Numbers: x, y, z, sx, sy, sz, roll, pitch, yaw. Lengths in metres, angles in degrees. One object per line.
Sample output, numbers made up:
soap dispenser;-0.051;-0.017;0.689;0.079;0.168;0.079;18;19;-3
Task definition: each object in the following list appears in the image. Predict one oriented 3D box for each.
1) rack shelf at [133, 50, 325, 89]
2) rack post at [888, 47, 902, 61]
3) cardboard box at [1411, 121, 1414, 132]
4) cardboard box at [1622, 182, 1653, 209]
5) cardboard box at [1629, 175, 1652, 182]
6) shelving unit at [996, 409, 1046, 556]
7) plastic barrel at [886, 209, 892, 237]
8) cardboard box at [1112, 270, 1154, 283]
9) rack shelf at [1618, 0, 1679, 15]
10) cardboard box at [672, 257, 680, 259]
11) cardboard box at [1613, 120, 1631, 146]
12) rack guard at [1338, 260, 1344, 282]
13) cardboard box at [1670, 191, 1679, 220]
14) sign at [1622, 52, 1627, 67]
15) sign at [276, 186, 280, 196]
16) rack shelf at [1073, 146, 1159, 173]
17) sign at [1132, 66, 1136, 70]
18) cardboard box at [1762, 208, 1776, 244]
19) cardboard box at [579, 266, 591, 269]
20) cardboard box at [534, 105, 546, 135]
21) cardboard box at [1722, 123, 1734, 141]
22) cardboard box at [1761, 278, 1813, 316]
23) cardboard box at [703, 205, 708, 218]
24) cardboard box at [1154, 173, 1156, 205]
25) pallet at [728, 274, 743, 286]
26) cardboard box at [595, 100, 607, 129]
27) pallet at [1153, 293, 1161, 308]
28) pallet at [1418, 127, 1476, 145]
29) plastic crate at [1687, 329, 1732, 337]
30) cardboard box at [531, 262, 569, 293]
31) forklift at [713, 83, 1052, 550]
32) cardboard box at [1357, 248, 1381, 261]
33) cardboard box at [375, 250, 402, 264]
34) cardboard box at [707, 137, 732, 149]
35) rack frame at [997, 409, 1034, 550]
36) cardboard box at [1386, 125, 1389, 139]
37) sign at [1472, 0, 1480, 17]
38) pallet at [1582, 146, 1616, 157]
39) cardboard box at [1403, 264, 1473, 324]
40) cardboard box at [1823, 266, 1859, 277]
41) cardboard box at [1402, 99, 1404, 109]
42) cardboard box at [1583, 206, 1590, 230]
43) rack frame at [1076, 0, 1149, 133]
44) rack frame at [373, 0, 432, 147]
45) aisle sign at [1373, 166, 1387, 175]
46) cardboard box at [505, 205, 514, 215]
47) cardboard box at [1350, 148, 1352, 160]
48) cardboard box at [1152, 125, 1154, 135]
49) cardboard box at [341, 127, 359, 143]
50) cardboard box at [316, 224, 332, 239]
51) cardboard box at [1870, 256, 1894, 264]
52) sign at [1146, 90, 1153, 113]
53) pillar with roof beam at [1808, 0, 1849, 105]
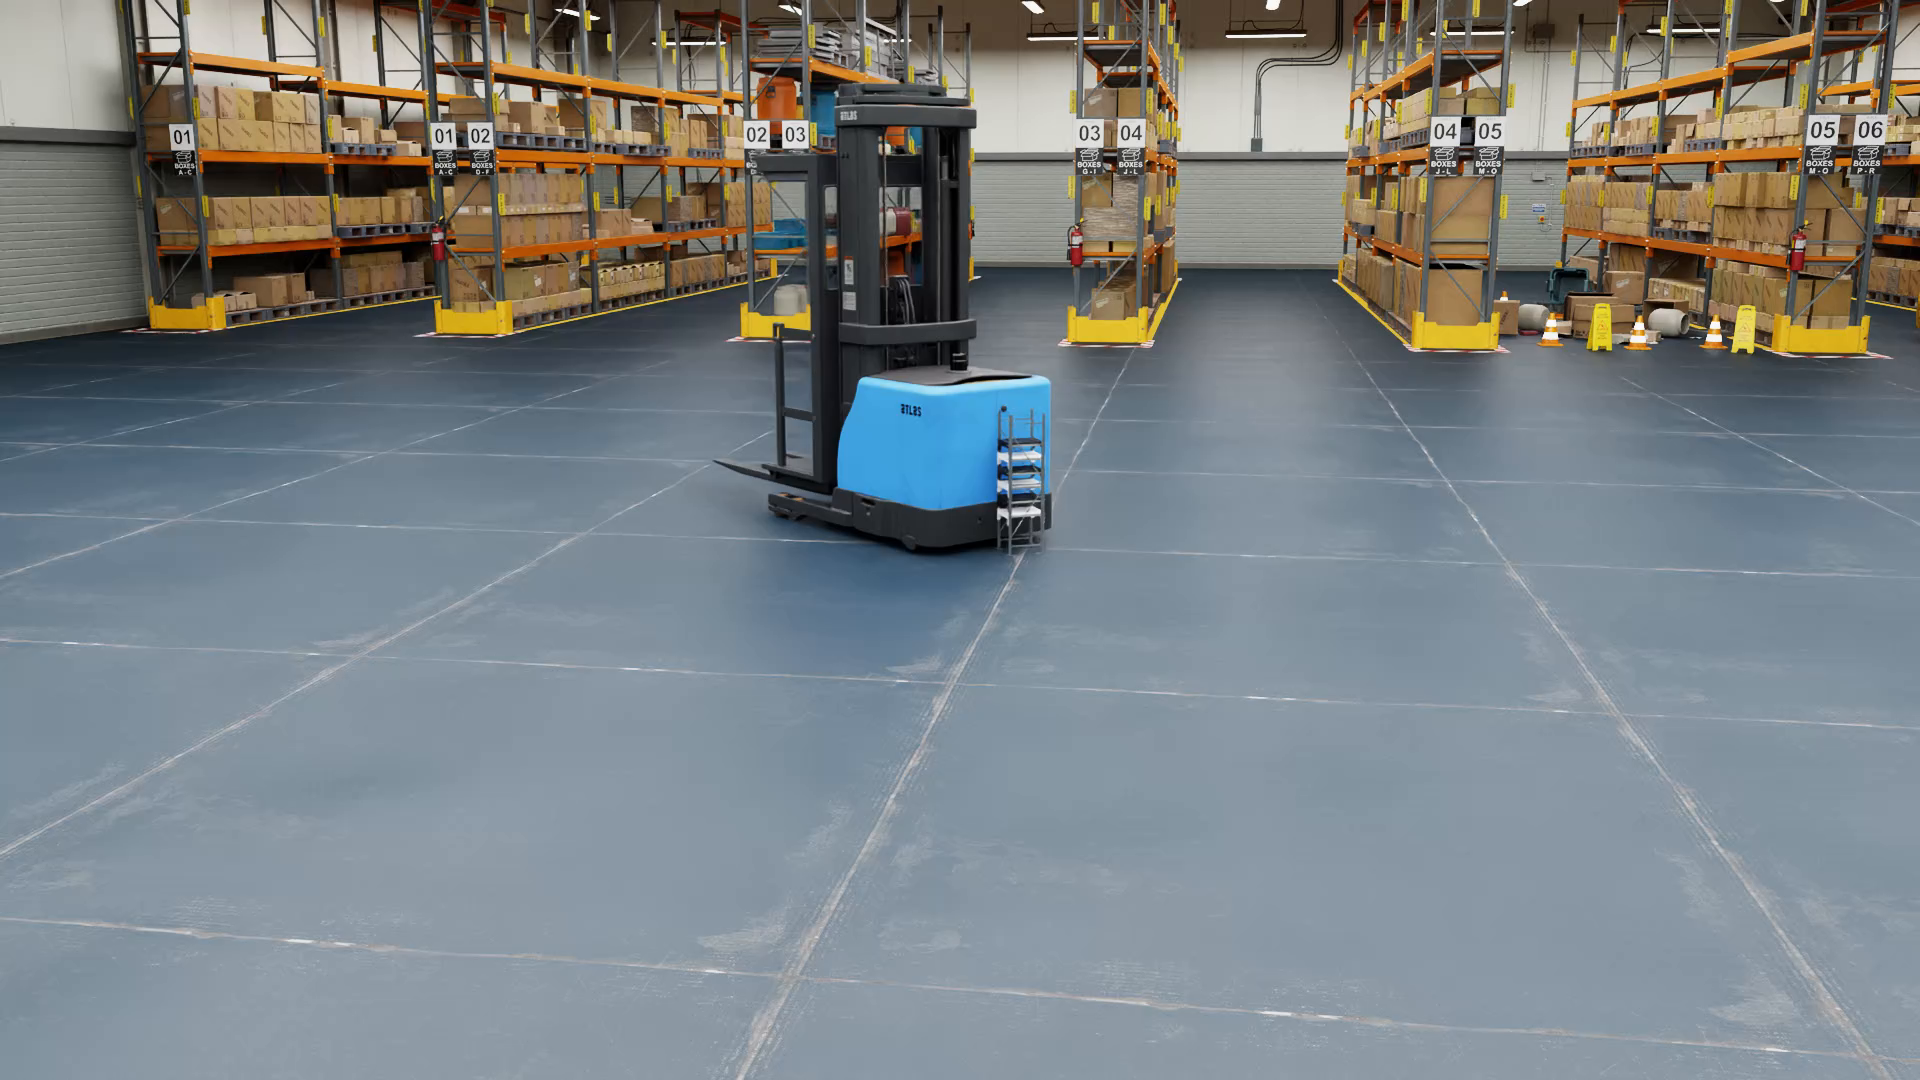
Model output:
rack shelf;-12.198;-7.882;27.922;1.077;0.370;4.000;2;12;9
rack post;-1.463;-9.581;32.865;0.624;0.289;0.986;2;12;9
cardboard box;7.052;-6.272;25.219;0.380;0.149;0.250;2;12;9
cardboard box;13.259;-6.718;32.436;0.500;0.500;0.500;2;12;8
cardboard box;14.120;-7.494;34.495;0.380;0.149;0.250;2;12;8
shelving unit;0.387;-0.365;10.552;0.258;0.900;0.210;-4;13;-18
plastic barrel;-1.498;-5.977;31.340;0.421;0.512;0.421;0;12;0
cardboard box;3.171;-4.689;30.520;0.700;0.500;0.500;3;13;13
rack shelf;13.507;-10.371;31.575;1.077;0.370;4.000;2;12;9
cardboard box;-6.314;-5.804;35.696;0.500;0.500;0.500;1;12;7
cardboard box;13.393;-8.128;33.235;0.500;0.500;0.500;2;12;8
rack guard;9.512;-6.316;39.114;1.175;0.500;0.348;2;12;9
cardboard box;12.754;-5.843;29.045;0.500;0.500;0.500;2;12;10
sign;14.964;-10.822;37.443;0.100;0.325;0.005;2;12;9
sign;-12.440;-6.302;30.368;0.100;0.325;0.005;2;12;9
rack shelf;2.485;-5.936;26.004;1.077;0.370;4.000;2;12;9
sign;4.091;-11.221;39.110;0.100;0.325;0.005;2;12;9
cardboard box;11.862;-4.504;23.829;0.500;0.500;0.500;2;12;9
cardboard box;-7.064;-5.000;31.275;0.500;0.311;0.500;2;12;8
cardboard box;-7.373;-7.011;27.711;0.797;0.503;0.637;3;13;15
cardboard box;12.246;-6.372;25.971;0.500;0.250;0.500;2;12;7
cardboard box;11.835;-3.487;23.802;0.500;0.500;0.500;2;12;9
cardboard box;-5.942;-7.386;37.907;0.500;0.500;0.500;2;12;10
cardboard box;2.919;-5.714;27.070;0.500;0.500;0.500;2;12;9
pallet;-5.659;-6.004;38.353;1.003;0.211;1.213;2;12;9
cardboard box;-6.797;-7.771;30.389;0.500;0.500;0.500;3;13;14
pallet;3.286;-4.544;31.579;1.003;0.211;1.213;2;12;9
pallet;7.166;-5.801;23.880;1.003;0.211;1.213;2;12;9
plastic crate;11.533;-3.189;25.600;0.402;0.080;0.583;-2;12;-11
cardboard box;-7.012;-4.475;28.390;0.500;0.500;0.500;2;12;9
forklift;-0.701;-1.624;11.572;1.130;2.935;3.031;-9;15;-37
cardboard box;8.533;-5.926;34.526;0.500;0.250;0.500;1;12;6
cardboard box;-11.484;-5.643;33.167;0.500;0.250;0.500;2;12;10
cardboard box;-5.445;-8.955;37.476;0.500;0.250;0.500;2;12;9
rack frame;0.354;-0.386;10.646;0.240;0.900;0.006;-4;13;-18
cardboard box;7.887;-7.288;29.691;0.500;0.250;0.500;2;12;10
sign;8.222;-8.499;26.478;0.100;0.325;0.005;2;12;9
pallet;14.141;-8.428;36.071;1.003;0.211;1.213;2;12;9
cardboard box;7.235;-3.716;25.164;0.875;0.875;0.875;2;12;8
cardboard box;18.818;-5.721;35.355;0.700;0.500;0.500;1;12;7
cardboard box;7.286;-6.978;26.604;0.380;0.149;0.250;2;12;9
cardboard box;13.770;-6.948;35.875;0.500;0.500;0.500;2;12;8
rack frame;2.177;-7.337;23.680;1.000;3.000;0.127;2;12;9
rack frame;-11.276;-9.484;33.642;1.000;3.000;0.127;2;12;9
aisle sign;9.831;-8.830;38.675;0.394;0.787;0.004;2;12;9
cardboard box;-7.300;-5.222;26.329;0.380;0.149;0.250;2;12;7
cardboard box;9.116;-8.752;37.720;0.500;0.250;0.500;2;12;10
cardboard box;2.926;-6.582;26.706;0.380;0.149;0.250;1;12;7
cardboard box;-11.633;-7.586;31.170;0.500;0.311;0.500;2;12;10
cardboard box;-11.664;-5.547;29.921;0.500;0.250;0.500;2;12;9
cardboard box;18.436;-5.596;33.236;0.380;0.149;0.250;2;12;7
sign;2.713;-6.281;23.823;0.100;0.325;0.005;2;12;9
pillar with roof beam;16.387;-10.859;40.019;9.100;9.000;0.548;2;12;9
